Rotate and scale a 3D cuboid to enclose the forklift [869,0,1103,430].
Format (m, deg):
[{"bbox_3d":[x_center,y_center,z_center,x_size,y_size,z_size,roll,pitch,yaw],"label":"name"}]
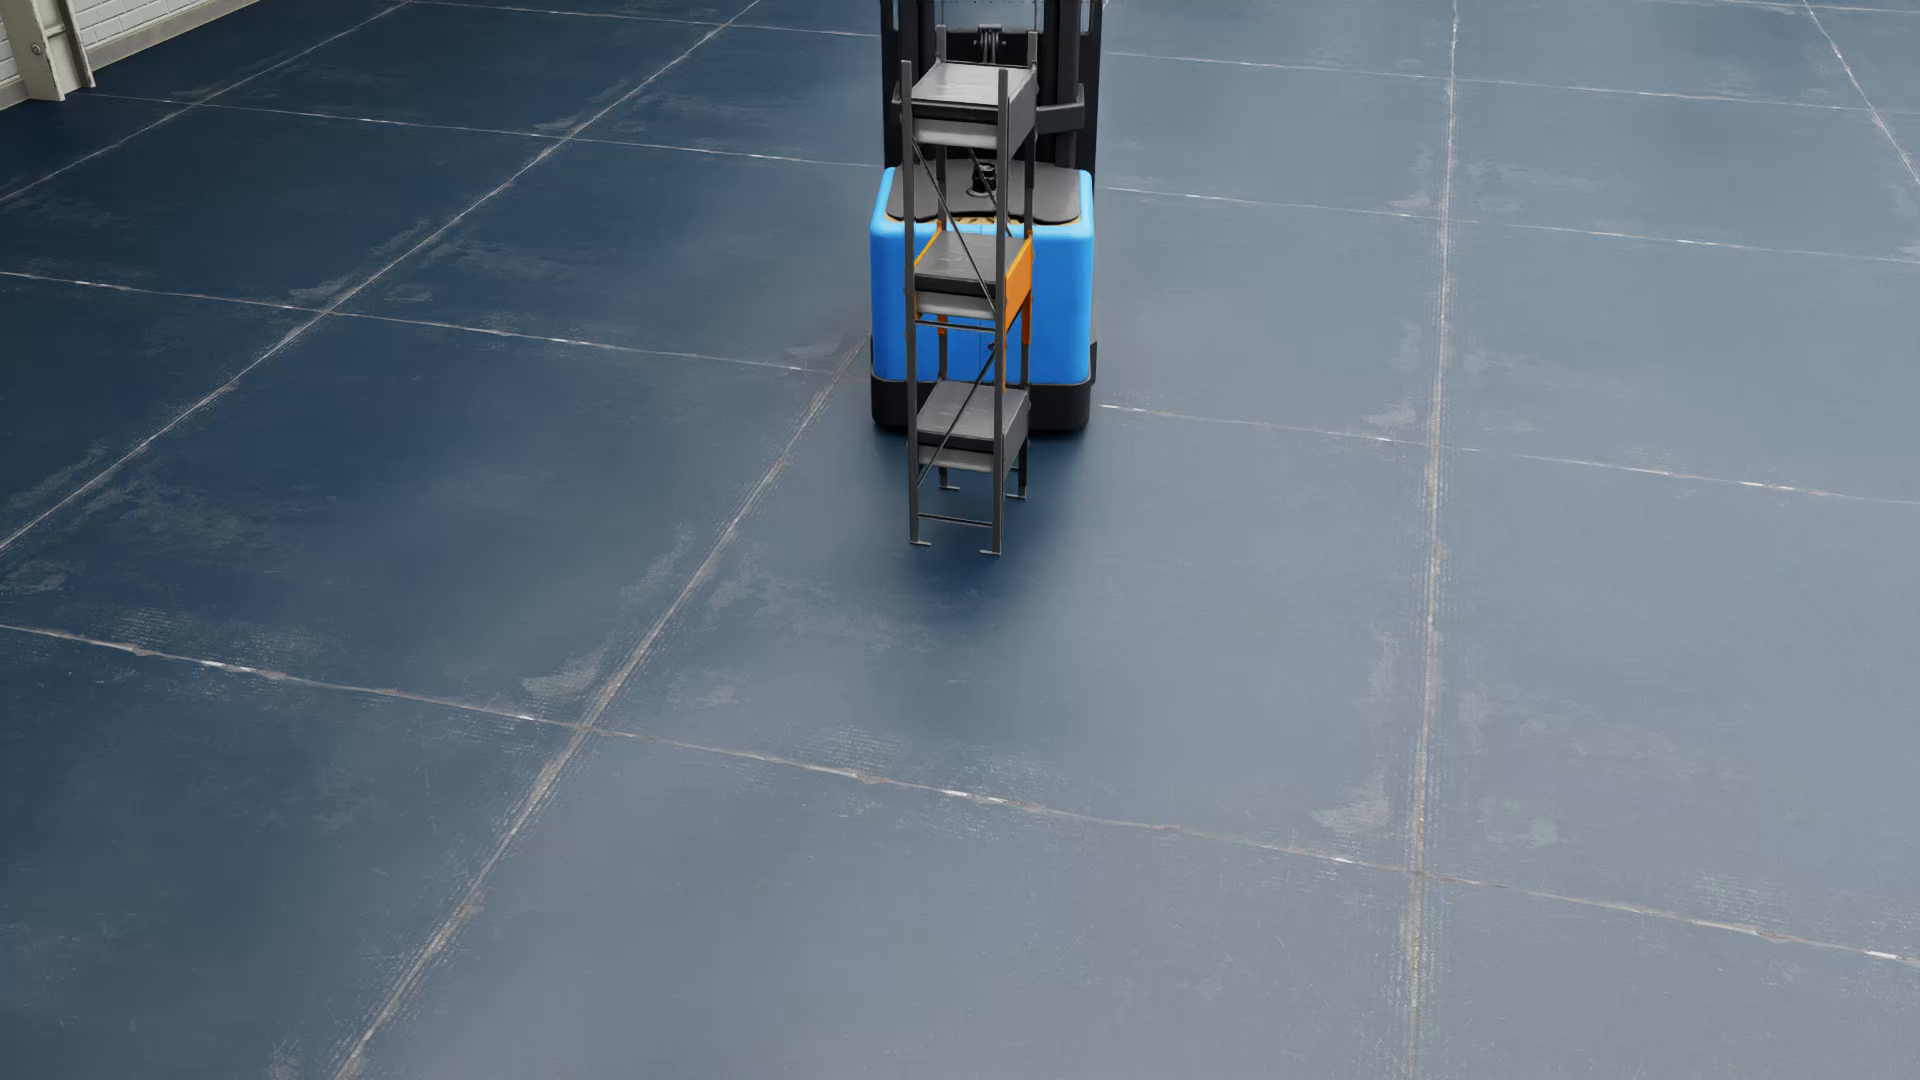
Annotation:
[{"bbox_3d":[0.166,-2.524,8.489,1.130,2.935,3.031,1,32,2],"label":"forklift"}]

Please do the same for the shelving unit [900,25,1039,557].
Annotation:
[{"bbox_3d":[0.042,-0.972,6.822,0.431,2.100,0.503,8,33,12],"label":"shelving unit"}]

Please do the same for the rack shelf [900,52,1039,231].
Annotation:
[{"bbox_3d":[0.042,-1.551,6.454,0.431,0.518,0.480,8,33,12],"label":"rack shelf"}]

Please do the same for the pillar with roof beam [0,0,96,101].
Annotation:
[{"bbox_3d":[-2.640,-6.606,9.254,9.100,9.000,0.400,8,33,12],"label":"pillar with roof beam"}]

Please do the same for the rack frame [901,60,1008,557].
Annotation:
[{"bbox_3d":[-0.020,-0.845,6.623,0.400,2.100,0.015,8,33,12],"label":"rack frame"}]

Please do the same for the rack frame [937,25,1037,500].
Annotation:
[{"bbox_3d":[0.104,-1.099,7.021,0.400,2.100,0.015,8,33,12],"label":"rack frame"}]

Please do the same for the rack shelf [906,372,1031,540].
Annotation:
[{"bbox_3d":[0.042,-0.370,7.205,0.431,0.518,0.480,8,33,12],"label":"rack shelf"}]

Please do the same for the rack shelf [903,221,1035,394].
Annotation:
[{"bbox_3d":[0.042,-0.960,6.829,0.431,0.518,0.480,8,33,12],"label":"rack shelf"}]
